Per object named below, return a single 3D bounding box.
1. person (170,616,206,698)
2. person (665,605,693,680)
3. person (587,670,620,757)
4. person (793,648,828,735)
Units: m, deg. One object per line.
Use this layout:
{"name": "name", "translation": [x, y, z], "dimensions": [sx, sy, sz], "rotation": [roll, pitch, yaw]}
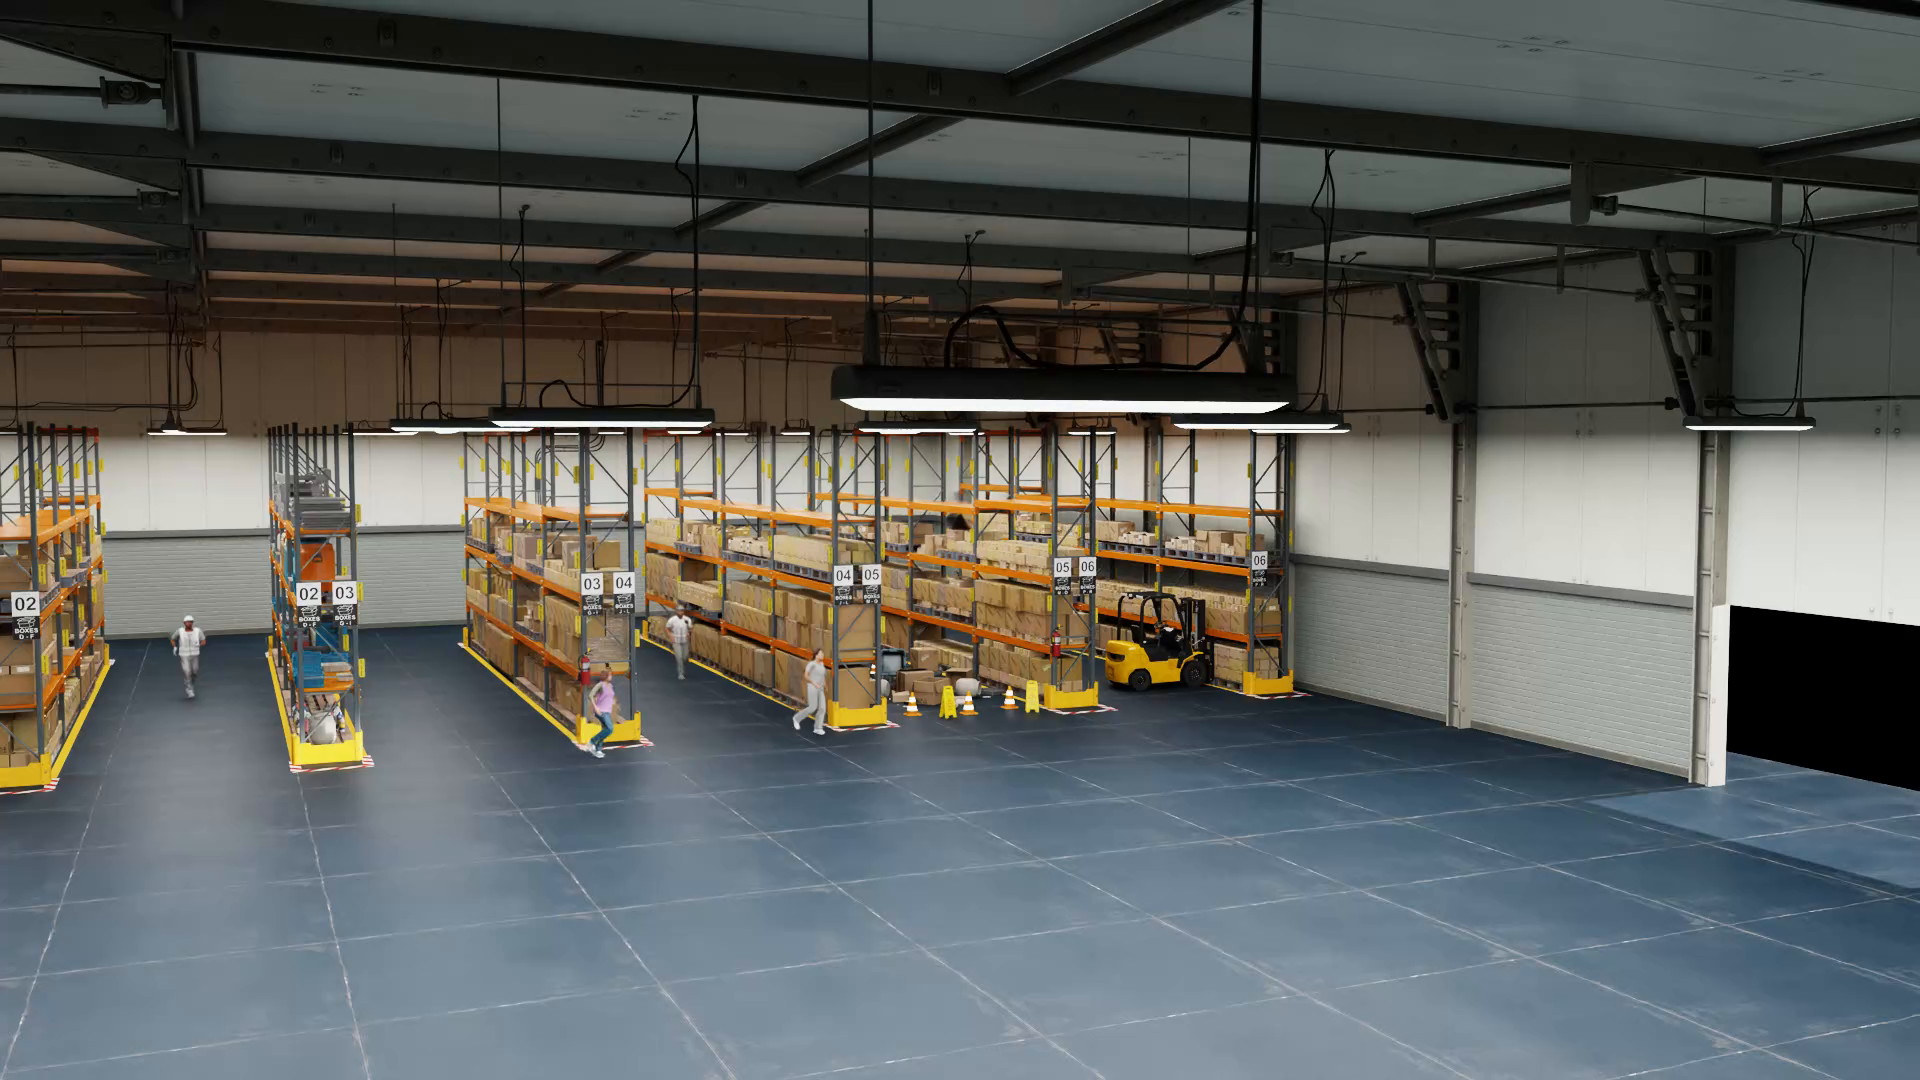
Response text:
{"name": "person", "translation": [-17.054, 2.559, 36.820], "dimensions": [0.698, 1.772, 0.892], "rotation": [-3, 4, -36]}
{"name": "person", "translation": [-6.710, 2.421, 39.800], "dimensions": [0.674, 1.768, 0.717], "rotation": [-1, 4, -21]}
{"name": "person", "translation": [-6.392, 3.130, 29.983], "dimensions": [0.505, 1.534, 0.570], "rotation": [1, 4, 15]}
{"name": "person", "translation": [-2.822, 2.923, 32.455], "dimensions": [0.761, 1.646, 0.625], "rotation": [2, 4, 32]}
